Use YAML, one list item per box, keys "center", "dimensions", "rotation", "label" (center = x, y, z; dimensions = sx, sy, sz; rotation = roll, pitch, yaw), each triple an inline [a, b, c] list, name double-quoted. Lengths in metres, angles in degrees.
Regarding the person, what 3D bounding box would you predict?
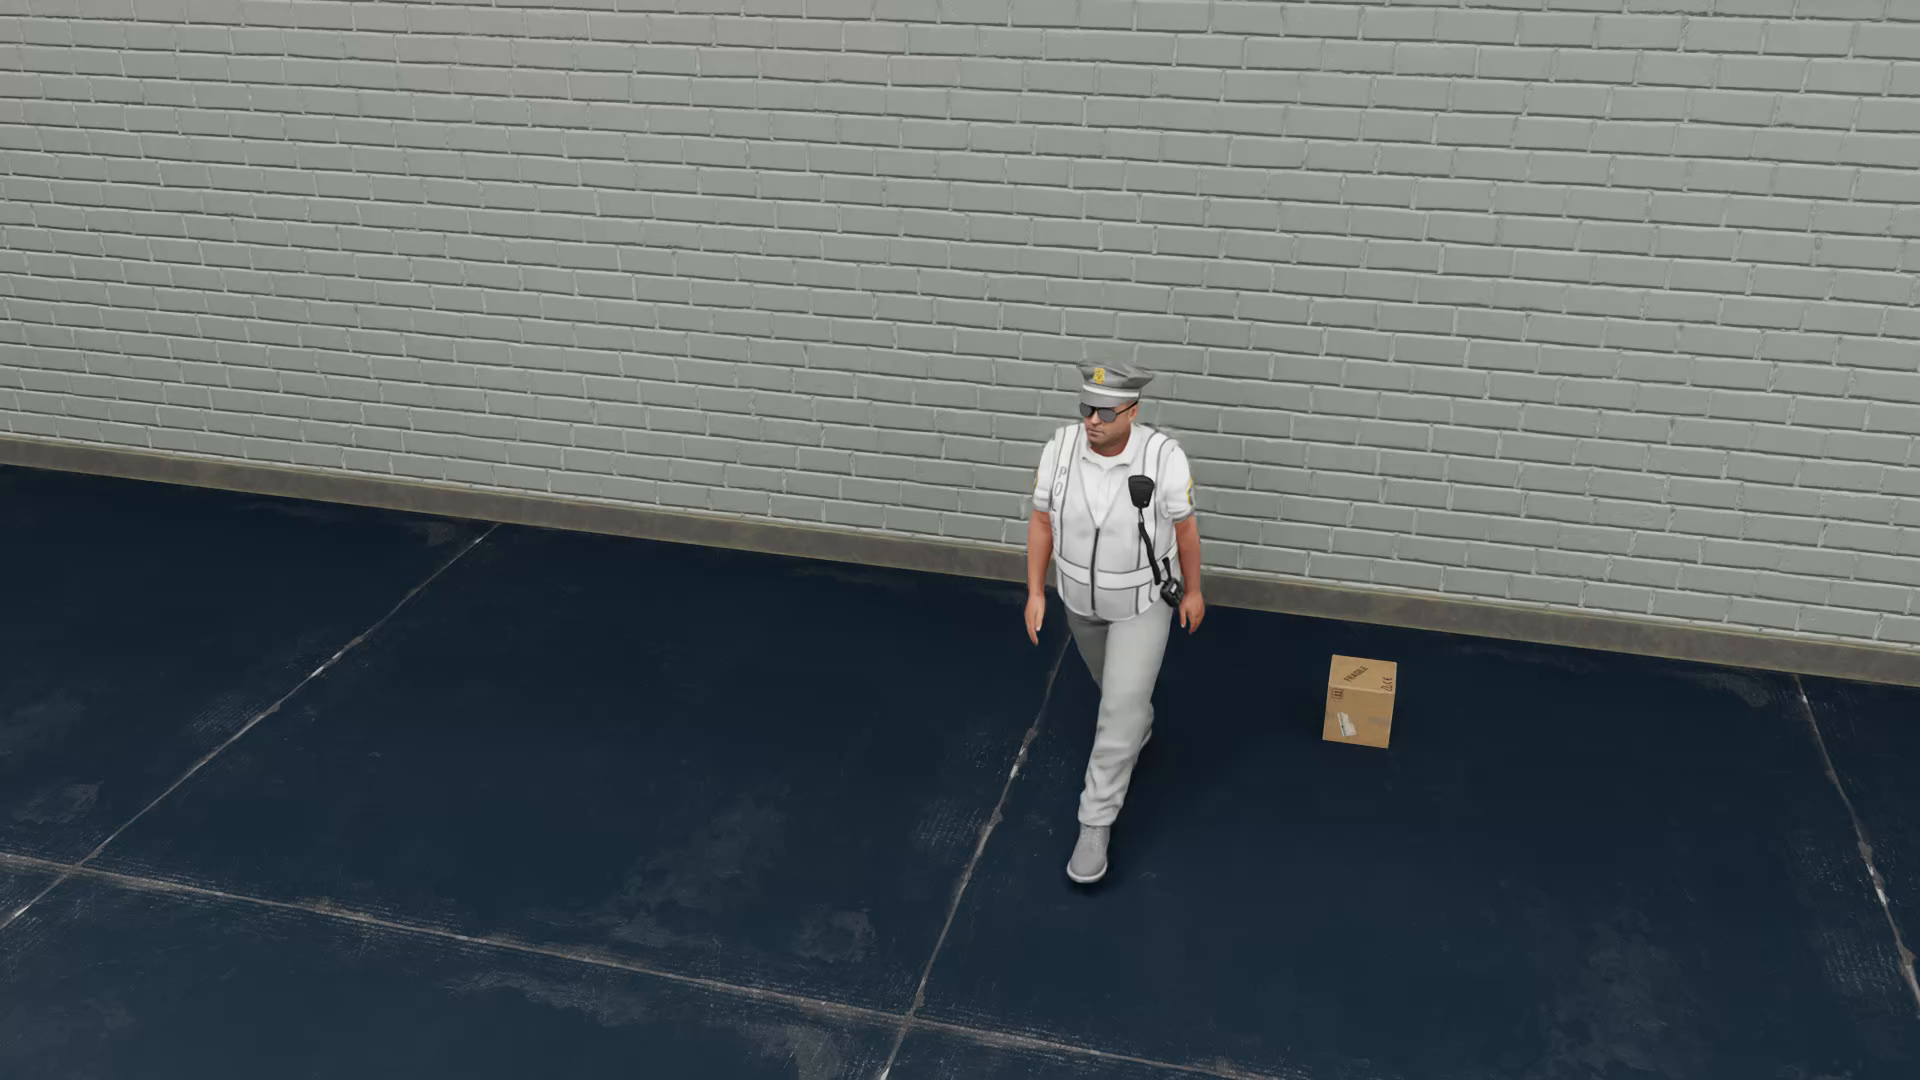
- center: [0.492, 0.180, 5.685]
  dimensions: [0.570, 1.701, 1.004]
  rotation: [13, 28, 26]
  label: "person"
